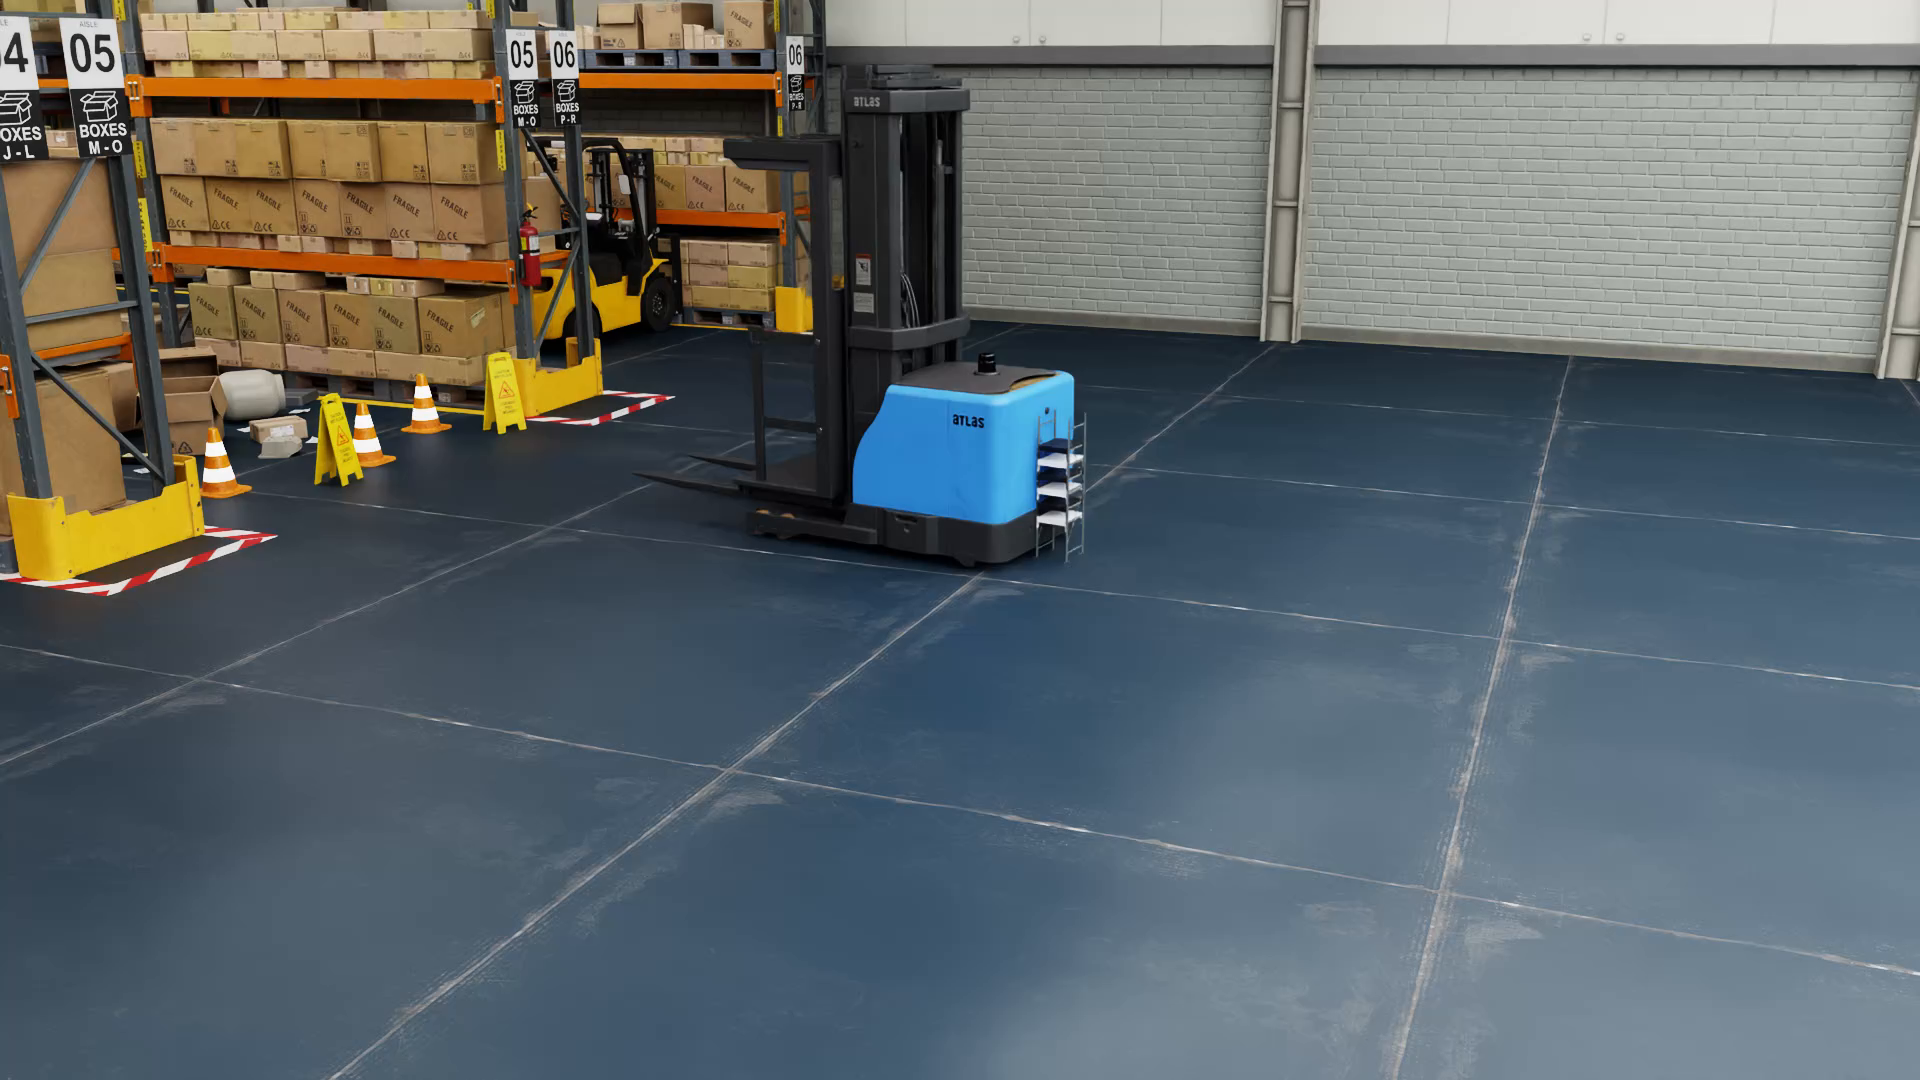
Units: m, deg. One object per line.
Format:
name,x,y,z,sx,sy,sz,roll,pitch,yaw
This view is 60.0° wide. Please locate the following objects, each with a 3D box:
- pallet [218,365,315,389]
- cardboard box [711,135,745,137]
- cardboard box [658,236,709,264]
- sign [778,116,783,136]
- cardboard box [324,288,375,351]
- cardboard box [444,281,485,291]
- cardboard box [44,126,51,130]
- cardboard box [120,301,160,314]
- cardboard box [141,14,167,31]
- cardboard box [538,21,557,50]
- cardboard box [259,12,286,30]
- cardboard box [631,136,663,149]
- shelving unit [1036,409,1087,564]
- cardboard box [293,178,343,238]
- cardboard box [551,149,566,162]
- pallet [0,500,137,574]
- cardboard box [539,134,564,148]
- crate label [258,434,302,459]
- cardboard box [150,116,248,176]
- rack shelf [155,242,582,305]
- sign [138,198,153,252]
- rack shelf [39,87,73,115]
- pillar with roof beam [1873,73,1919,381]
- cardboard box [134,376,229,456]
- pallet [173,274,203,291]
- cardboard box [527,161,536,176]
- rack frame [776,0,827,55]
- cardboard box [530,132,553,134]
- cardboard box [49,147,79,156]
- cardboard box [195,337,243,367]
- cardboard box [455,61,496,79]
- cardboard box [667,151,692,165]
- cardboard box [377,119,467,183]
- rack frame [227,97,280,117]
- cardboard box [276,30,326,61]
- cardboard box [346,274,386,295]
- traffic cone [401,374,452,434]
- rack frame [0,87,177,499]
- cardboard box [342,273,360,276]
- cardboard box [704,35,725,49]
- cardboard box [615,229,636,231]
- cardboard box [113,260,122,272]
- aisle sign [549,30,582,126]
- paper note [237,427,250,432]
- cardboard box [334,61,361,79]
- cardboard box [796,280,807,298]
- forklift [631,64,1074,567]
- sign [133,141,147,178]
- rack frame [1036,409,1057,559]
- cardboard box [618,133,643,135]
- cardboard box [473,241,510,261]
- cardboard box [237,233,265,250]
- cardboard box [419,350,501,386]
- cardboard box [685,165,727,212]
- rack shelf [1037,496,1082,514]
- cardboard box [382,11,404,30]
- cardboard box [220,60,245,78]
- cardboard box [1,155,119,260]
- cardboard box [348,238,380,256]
pallet,-6.654,-1.666,16.033,1.213,0.211,1.003,6,17,21
cardboard box,-2.694,-4.623,19.342,0.250,0.149,0.380,6,17,21
cardboard box,-3.246,-3.370,19.288,0.500,0.250,0.500,7,17,21
sign,-1.965,-4.474,18.202,0.005,0.325,0.100,6,17,21
cardboard box,-5.366,-2.017,15.075,0.500,0.500,0.500,6,17,19
cardboard box,-4.730,-2.106,15.380,0.500,0.500,0.500,6,17,19
cardboard box,-9.388,-4.084,16.730,0.250,0.149,0.380,5,17,18
cardboard box,-8.451,-2.130,16.590,0.625,0.372,0.950,7,18,24
cardboard box,-7.119,-4.650,14.953,0.250,0.149,0.380,6,17,20
cardboard box,-4.790,-5.851,19.296,0.500,0.311,0.500,7,17,22
cardboard box,-5.887,-4.531,14.543,0.250,0.149,0.380,6,17,20
cardboard box,-3.593,-4.583,19.203,0.250,0.149,0.380,7,17,21
shelving unit,0.619,-0.329,10.194,0.210,0.900,0.258,9,19,29
cardboard box,-5.570,-2.992,14.885,0.500,0.500,0.500,6,17,21
cardboard box,-4.578,-4.521,19.524,0.250,0.149,0.380,7,17,22
pallet,-6.066,-0.084,10.583,1.213,0.211,1.003,6,17,21
cardboard box,-4.770,-4.718,19.669,0.250,0.149,0.380,6,17,20
crate label,-5.290,-0.732,12.948,0.298,0.136,0.250,-2,16,-8
cardboard box,-6.962,-3.634,15.306,0.500,0.500,0.700,6,17,20
rack shelf,-5.432,-2.514,15.245,4.000,0.370,1.077,6,17,21
sign,-5.084,-1.958,10.344,0.005,0.325,0.100,6,17,21
rack shelf,-7.154,-2.661,10.369,4.000,0.370,1.077,6,17,21
pillar with roof beam,7.513,-4.785,11.016,0.400,9.000,9.100,6,17,21
cardboard box,-6.134,-0.980,13.145,0.637,0.503,0.797,-5,17,-18
pallet,-9.876,-3.508,22.380,1.213,0.211,1.003,6,17,21
cardboard box,-5.157,-4.287,19.882,0.500,0.500,0.500,6,17,19
rack frame,-1.753,-6.824,18.039,0.127,3.000,1.000,6,17,21
cardboard box,-5.067,-4.900,20.297,0.250,0.149,0.380,6,17,21
cardboard box,-8.268,-3.495,15.867,0.500,0.500,0.500,6,17,21
cardboard box,-6.842,-1.815,15.725,0.500,0.250,0.500,5,17,18
cardboard box,-4.006,-3.939,13.933,0.250,0.149,0.380,6,17,21
cardboard box,-3.138,-4.370,19.002,0.250,0.149,0.380,6,17,19
cardboard box,-4.595,-3.376,14.415,0.500,0.500,0.700,6,17,21
rack frame,-9.195,-4.761,21.695,0.127,3.000,1.000,6,17,21
cardboard box,-5.569,-4.304,14.474,0.500,0.250,0.500,6,17,21
cardboard box,-5.256,-2.297,14.874,0.250,0.149,0.380,7,18,23
traffic cone,-4.445,-1.146,13.793,0.334,0.463,0.336,6,17,21
rack frame,-5.293,-1.361,9.982,0.127,3.000,1.000,6,17,21
cardboard box,-7.383,-3.622,21.275,0.625,0.625,0.875,6,17,18
cardboard box,-2.636,-5.519,18.441,0.250,0.149,0.380,6,17,19
cardboard box,-4.003,-3.610,20.115,0.500,0.250,0.500,6,17,21
cardboard box,-11.107,-3.905,22.476,0.500,0.500,0.500,6,17,19
aisle sign,-3.400,-3.978,14.333,0.004,0.787,0.394,6,17,21
paper note,-5.916,-0.930,13.844,0.142,0.019,0.148,14,21,40
cardboard box,-5.187,-4.077,14.409,0.250,0.149,0.380,6,17,19
cardboard box,-2.139,-2.925,19.548,0.500,0.250,0.500,6,17,21
forklift,-0.799,-1.527,10.675,3.031,2.935,1.130,9,19,29
sign,-7.493,-3.476,15.191,0.005,0.325,0.100,6,17,21
rack frame,0.531,-0.344,10.244,0.006,0.900,0.240,9,19,29
cardboard box,-3.887,-4.761,19.817,0.250,0.149,0.380,6,17,20
cardboard box,-3.998,-2.518,14.416,0.250,0.149,0.380,7,18,22
cardboard box,-6.387,-2.763,15.260,0.250,0.149,0.380,7,18,22
cardboard box,-4.444,-1.552,14.818,0.500,0.250,0.500,6,17,20
cardboard box,-2.787,-4.029,18.992,0.500,0.500,0.500,7,18,22
rack shelf,0.619,-0.211,10.229,0.200,0.077,0.258,9,19,29
cardboard box,-4.681,-4.413,14.135,0.250,0.149,0.380,6,17,21
cardboard box,-6.380,-4.215,14.883,0.250,0.149,0.380,7,18,22
cardboard box,-5.624,-2.000,9.976,0.550,0.550,0.875,6,17,21
cardboard box,-5.213,-2.630,14.804,0.250,0.149,0.380,6,17,20
